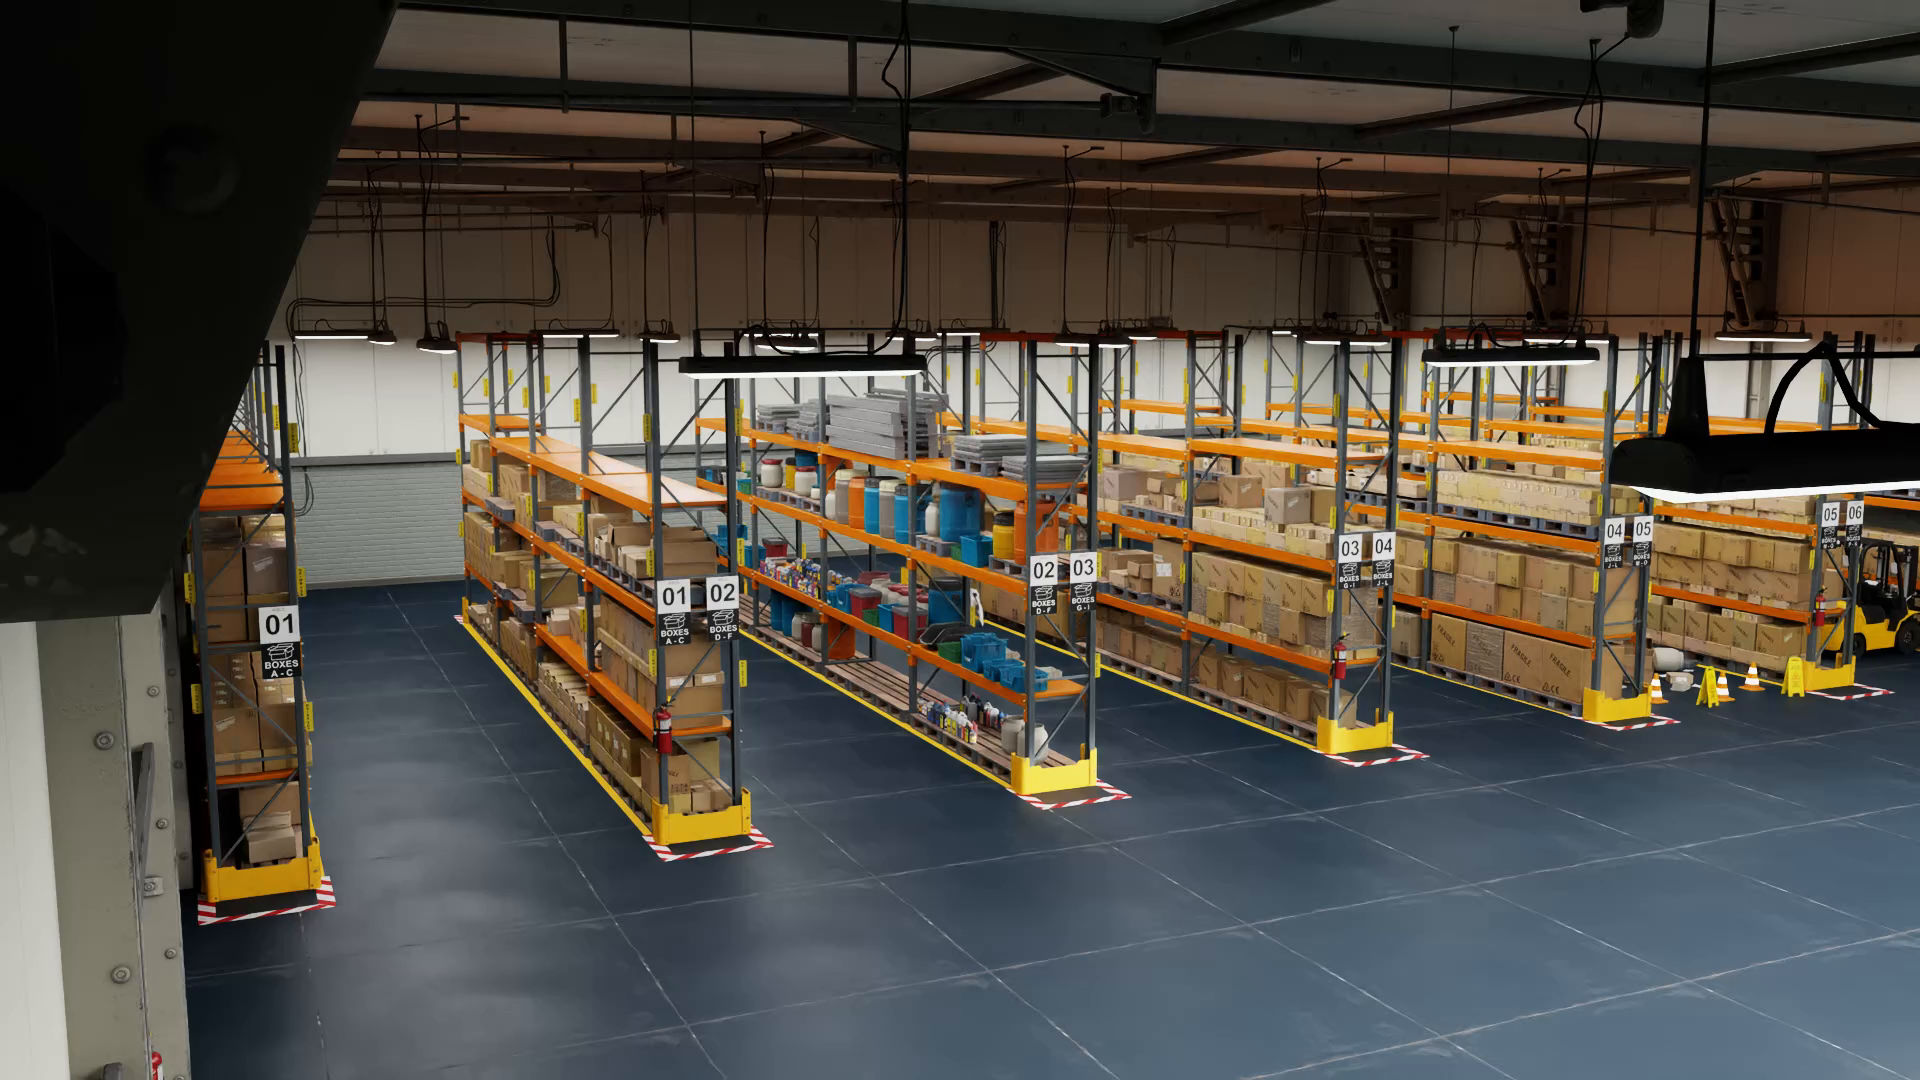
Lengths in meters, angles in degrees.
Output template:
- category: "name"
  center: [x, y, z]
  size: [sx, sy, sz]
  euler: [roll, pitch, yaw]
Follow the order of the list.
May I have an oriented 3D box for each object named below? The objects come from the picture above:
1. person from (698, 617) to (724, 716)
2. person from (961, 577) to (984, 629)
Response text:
- category: "person"
  center: [-4.003, 2.005, 26.056]
  size: [0.425, 1.622, 1.019]
  euler: [-5, 9, -34]
- category: "person"
  center: [0.174, 1.417, 30.403]
  size: [0.469, 1.620, 1.051]
  euler: [-5, 9, -35]
